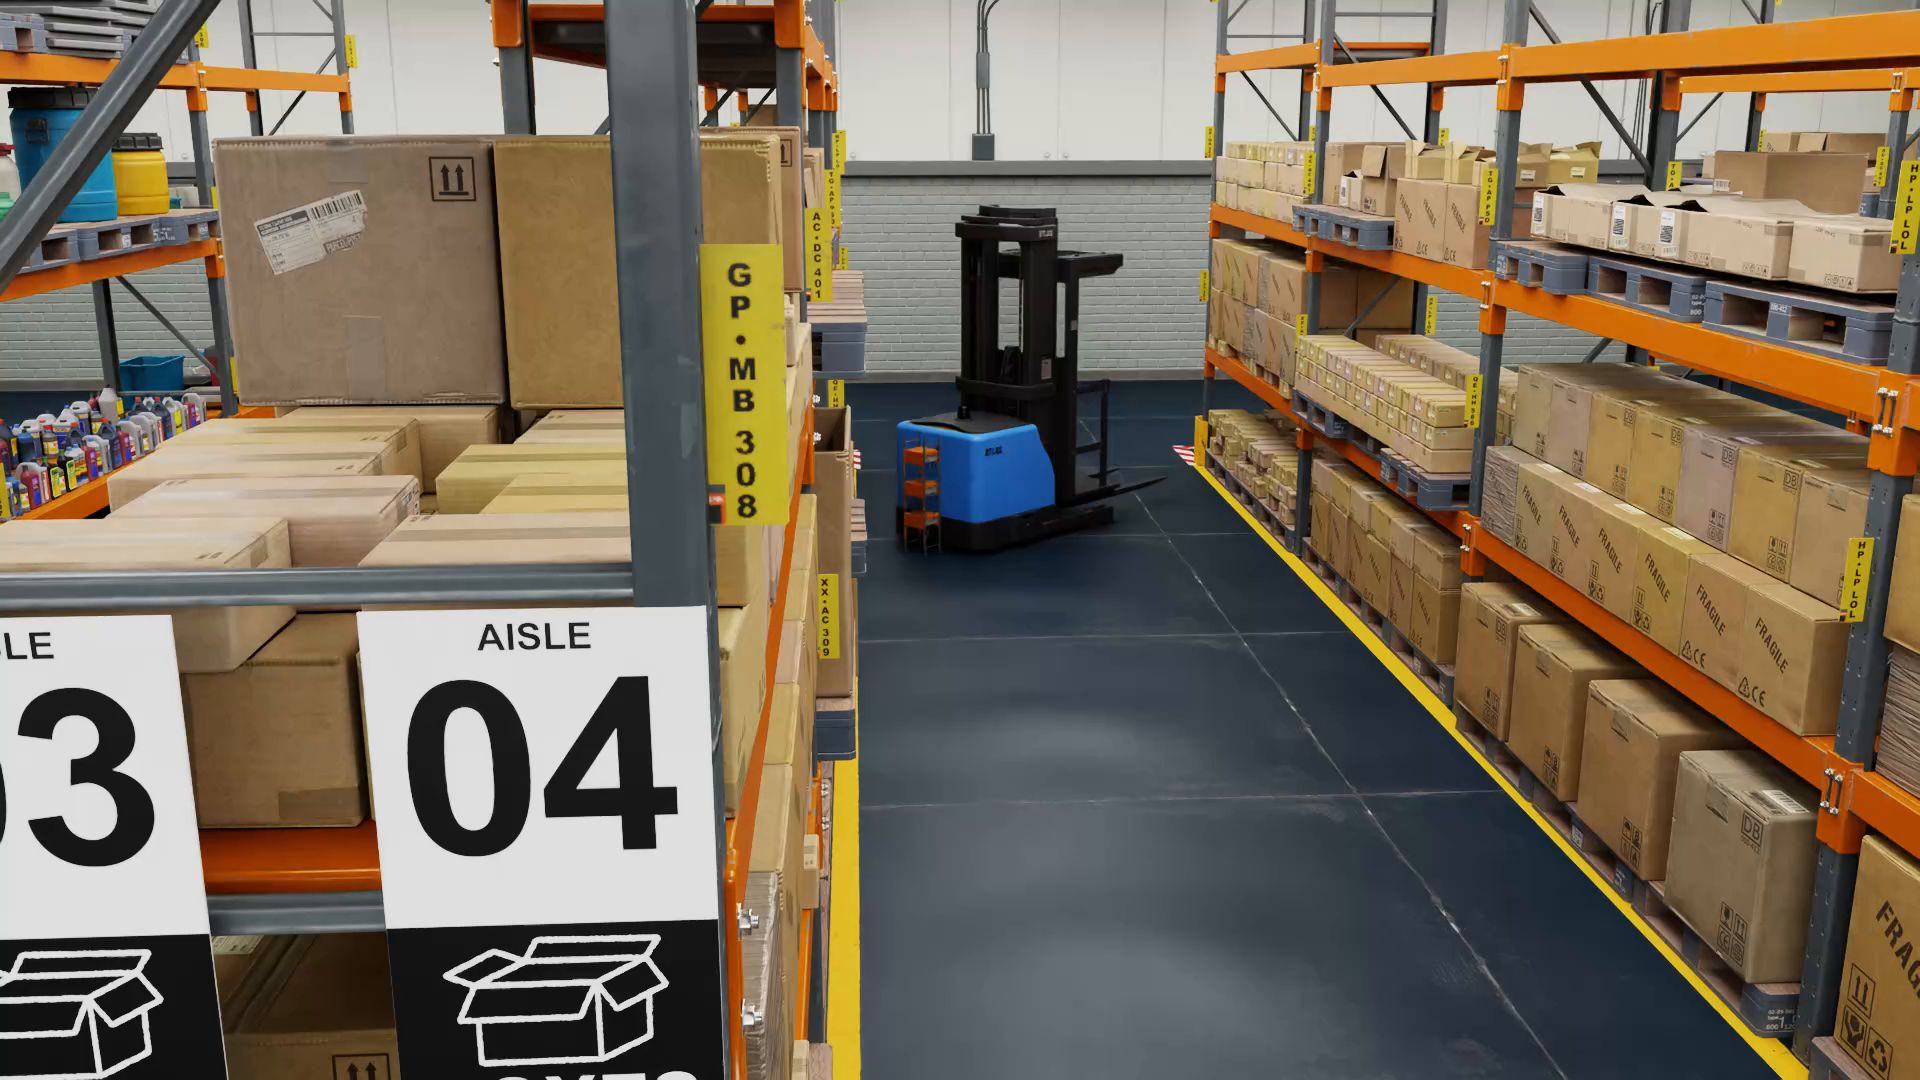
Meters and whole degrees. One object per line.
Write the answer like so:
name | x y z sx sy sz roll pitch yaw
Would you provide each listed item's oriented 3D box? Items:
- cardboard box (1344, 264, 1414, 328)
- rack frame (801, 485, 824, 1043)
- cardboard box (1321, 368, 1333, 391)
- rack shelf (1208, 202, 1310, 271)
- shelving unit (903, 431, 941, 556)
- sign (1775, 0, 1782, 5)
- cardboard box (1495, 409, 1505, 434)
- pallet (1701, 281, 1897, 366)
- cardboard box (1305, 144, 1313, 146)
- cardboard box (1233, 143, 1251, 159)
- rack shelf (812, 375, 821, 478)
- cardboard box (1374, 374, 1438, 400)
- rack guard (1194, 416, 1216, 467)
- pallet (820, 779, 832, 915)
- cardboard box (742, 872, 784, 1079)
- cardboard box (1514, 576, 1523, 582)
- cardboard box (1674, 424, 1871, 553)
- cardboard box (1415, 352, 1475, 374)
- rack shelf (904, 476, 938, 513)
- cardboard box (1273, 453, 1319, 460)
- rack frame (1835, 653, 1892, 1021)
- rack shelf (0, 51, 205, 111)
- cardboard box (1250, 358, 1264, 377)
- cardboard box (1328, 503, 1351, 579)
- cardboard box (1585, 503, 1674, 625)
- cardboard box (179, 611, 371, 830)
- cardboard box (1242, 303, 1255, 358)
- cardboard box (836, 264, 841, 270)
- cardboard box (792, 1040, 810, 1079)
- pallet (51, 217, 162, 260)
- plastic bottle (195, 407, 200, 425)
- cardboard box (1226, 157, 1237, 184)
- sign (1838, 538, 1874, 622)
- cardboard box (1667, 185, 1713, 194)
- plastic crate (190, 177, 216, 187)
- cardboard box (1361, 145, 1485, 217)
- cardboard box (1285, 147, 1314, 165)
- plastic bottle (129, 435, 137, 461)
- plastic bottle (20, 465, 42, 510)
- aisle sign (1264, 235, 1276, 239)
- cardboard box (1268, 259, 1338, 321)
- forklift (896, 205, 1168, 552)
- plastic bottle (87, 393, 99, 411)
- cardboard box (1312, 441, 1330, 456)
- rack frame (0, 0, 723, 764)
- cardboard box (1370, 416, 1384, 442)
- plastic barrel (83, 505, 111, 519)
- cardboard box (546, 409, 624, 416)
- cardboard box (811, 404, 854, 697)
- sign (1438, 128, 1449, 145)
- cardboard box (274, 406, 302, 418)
cardboard box | 3.636 -2.120 14.442 0.500 0.500 0.500 -1 14 -2
rack frame | -1.040 0.714 6.232 1.000 3.000 0.127 -1 14 -3
cardboard box | 3.037 -1.255 12.947 0.380 0.149 0.250 -2 15 -6
rack shelf | 3.297 -2.929 15.814 1.077 0.370 4.000 -1 14 -3
shelving unit | -0.331 -0.407 14.501 0.252 1.050 0.215 13 19 41
sign | 8.650 -5.825 17.571 0.100 0.325 0.005 -1 14 -3
cardboard box | 3.801 -0.815 11.240 0.380 0.149 0.250 -1 14 -5
pallet | 3.811 -0.925 6.966 0.805 0.209 1.217 -1 15 -6
cardboard box | 3.535 -3.740 16.021 0.380 0.149 0.250 -1 14 -2
cardboard box | 2.922 -3.860 16.488 0.380 0.149 0.250 -1 14 -3
rack shelf | -1.164 -0.888 7.881 1.077 0.370 4.000 -1 14 -3
cardboard box | 3.122 -1.071 11.637 0.380 0.149 0.250 -1 14 -3
rack guard | 3.178 -1.093 18.269 1.175 0.500 0.348 -1 14 -3
pallet | -1.168 1.567 8.514 1.003 0.211 1.213 -1 14 -3
cardboard box | -0.554 0.891 2.740 0.500 0.500 0.500 -1 14 -3
cardboard box | 3.868 0.136 11.145 0.500 0.250 0.500 -2 15 -6
cardboard box | 3.815 -0.247 7.760 0.700 0.500 0.500 -1 14 -3
cardboard box | 3.700 -1.343 12.692 0.380 0.149 0.250 -1 14 -5
rack shelf | -0.331 -0.397 14.504 0.240 0.259 0.215 13 19 41
cardboard box | 3.123 -0.713 15.462 0.380 0.149 0.250 0 14 -2
rack frame | 3.913 0.662 6.432 0.949 2.616 0.053 -1 14 -3
rack shelf | -6.355 -3.065 11.127 1.077 0.370 4.000 -1 14 -3
cardboard box | 3.001 -1.661 15.965 0.380 0.149 0.250 -1 14 -2
cardboard box | 3.236 -0.001 13.183 0.500 0.500 0.500 0 14 -1
cardboard box | 3.521 0.111 8.376 0.500 0.500 0.500 -1 14 -4
cardboard box | -1.076 0.213 2.462 0.500 0.250 0.500 -1 14 -2
cardboard box | 3.039 -2.017 16.049 0.500 0.500 0.500 -1 14 -5
cardboard box | -1.491 -2.588 17.264 0.500 0.500 0.500 -1 14 -3
cardboard box | -0.568 1.381 4.143 0.380 0.149 0.250 -1 14 -3
pallet | -6.260 -2.085 11.470 1.003 0.211 1.213 -1 14 -3
plastic bottle | -6.098 -0.982 13.221 0.097 0.201 0.097 0 14 0
cardboard box | 2.974 -3.701 16.670 0.500 0.250 0.500 -1 14 -4
sign | 3.376 0.151 6.256 0.100 0.325 0.005 -1 14 -3
cardboard box | 4.033 -1.738 8.879 0.500 0.311 0.500 -1 14 -3
plastic crate | -6.907 -3.233 15.675 0.504 0.338 0.767 -1 14 -3
cardboard box | 3.386 -2.647 12.225 0.797 0.503 0.637 -1 14 -4
cardboard box | 3.045 -3.342 14.472 0.380 0.149 0.250 -1 14 -4
plastic bottle | -6.021 -0.674 12.026 0.097 0.201 0.097 0 14 0
plastic bottle | -5.910 -0.343 10.574 0.061 0.283 0.133 -1 14 -3
aisle sign | 3.468 -3.604 17.796 0.394 0.787 0.004 -1 14 -3
cardboard box | 3.085 -2.245 14.928 0.500 0.500 0.500 -1 14 -5
forklift | 0.795 -1.615 15.420 1.130 2.935 3.031 13 19 41
plastic bottle | -6.874 -1.012 13.173 0.061 0.283 0.133 -1 14 -3
cardboard box | 3.511 -0.854 16.011 0.380 0.149 0.250 -1 15 -6
rack frame | -0.792 -1.197 1.618 1.000 3.000 0.127 -1 14 -3
cardboard box | 3.119 -0.784 11.717 0.380 0.149 0.250 -2 15 -6
plastic barrel | -6.419 -0.075 12.666 0.600 0.901 0.708 -1 14 -3
cardboard box | -0.593 -0.193 3.237 0.380 0.149 0.250 -1 14 -4
cardboard box | -0.950 0.020 6.882 1.000 1.000 1.000 -1 14 -3
sign | 3.975 -3.231 13.714 0.100 0.325 0.005 -1 14 -3
cardboard box | -1.194 -0.252 3.469 0.380 0.149 0.250 -2 15 -6
